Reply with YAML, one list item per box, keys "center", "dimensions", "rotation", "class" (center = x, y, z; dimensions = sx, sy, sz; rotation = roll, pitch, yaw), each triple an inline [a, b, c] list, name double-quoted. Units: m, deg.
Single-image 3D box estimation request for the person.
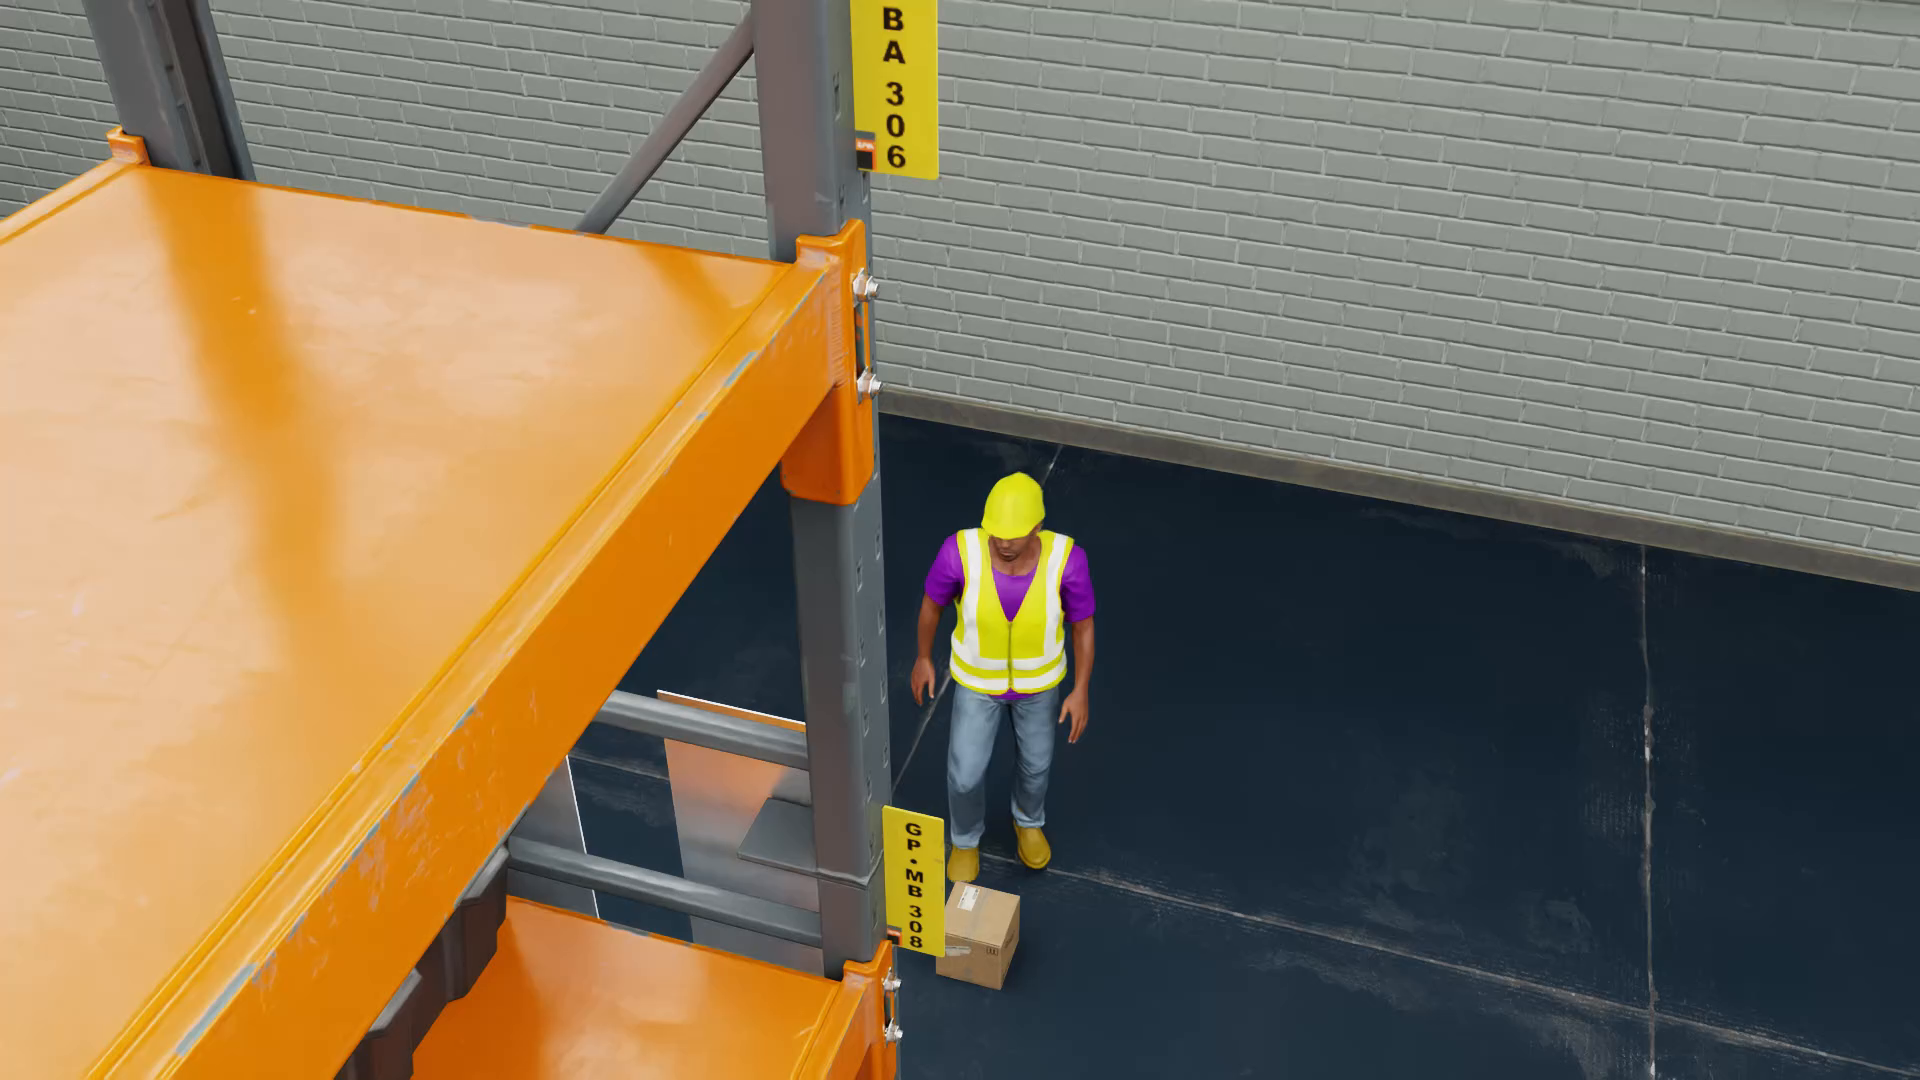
- center: [0.159, 0.552, 6.181]
  dimensions: [0.676, 1.823, 0.450]
  rotation: [-2, 37, -3]
  class: "person"
